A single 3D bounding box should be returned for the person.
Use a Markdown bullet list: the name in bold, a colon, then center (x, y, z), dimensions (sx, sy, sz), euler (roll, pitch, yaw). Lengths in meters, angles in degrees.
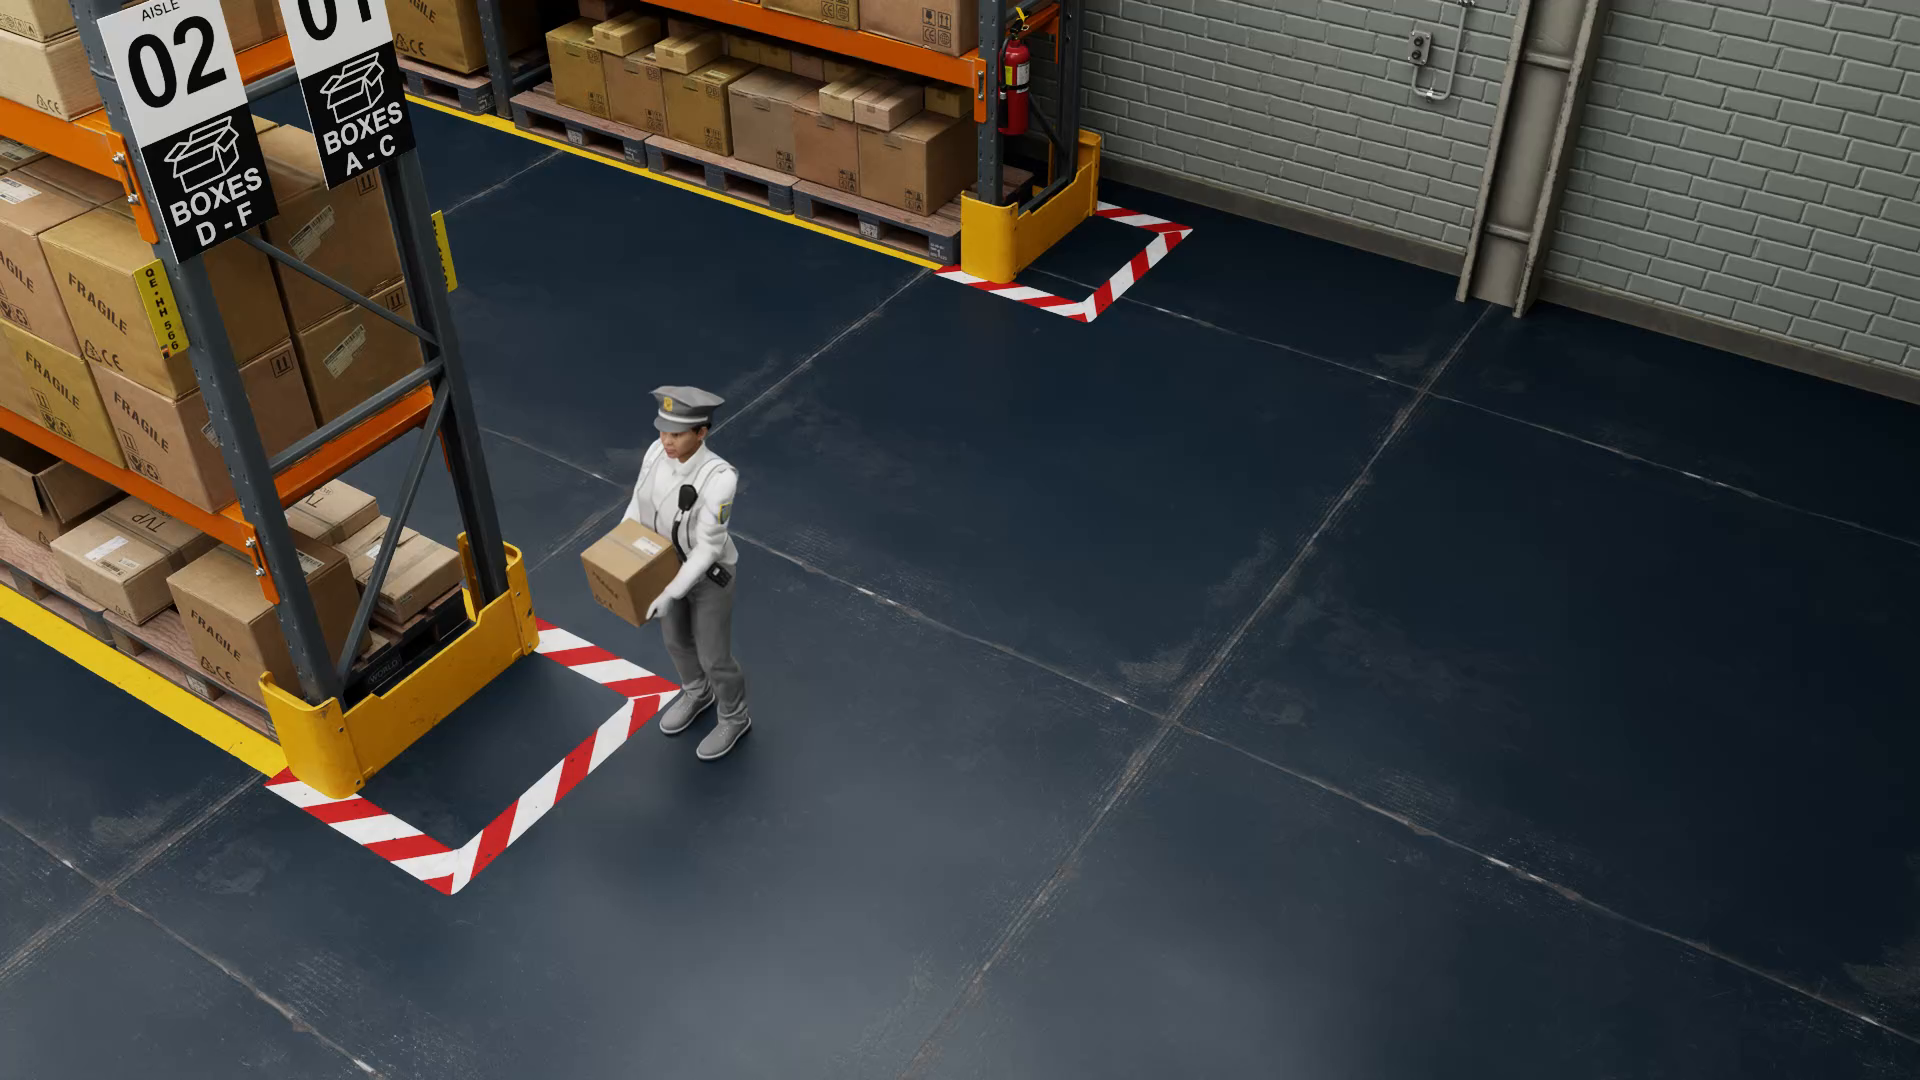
- **person**: center (-1.099, 0.155, 6.469), dimensions (0.459, 1.688, 0.543), euler (28, 46, 30)
